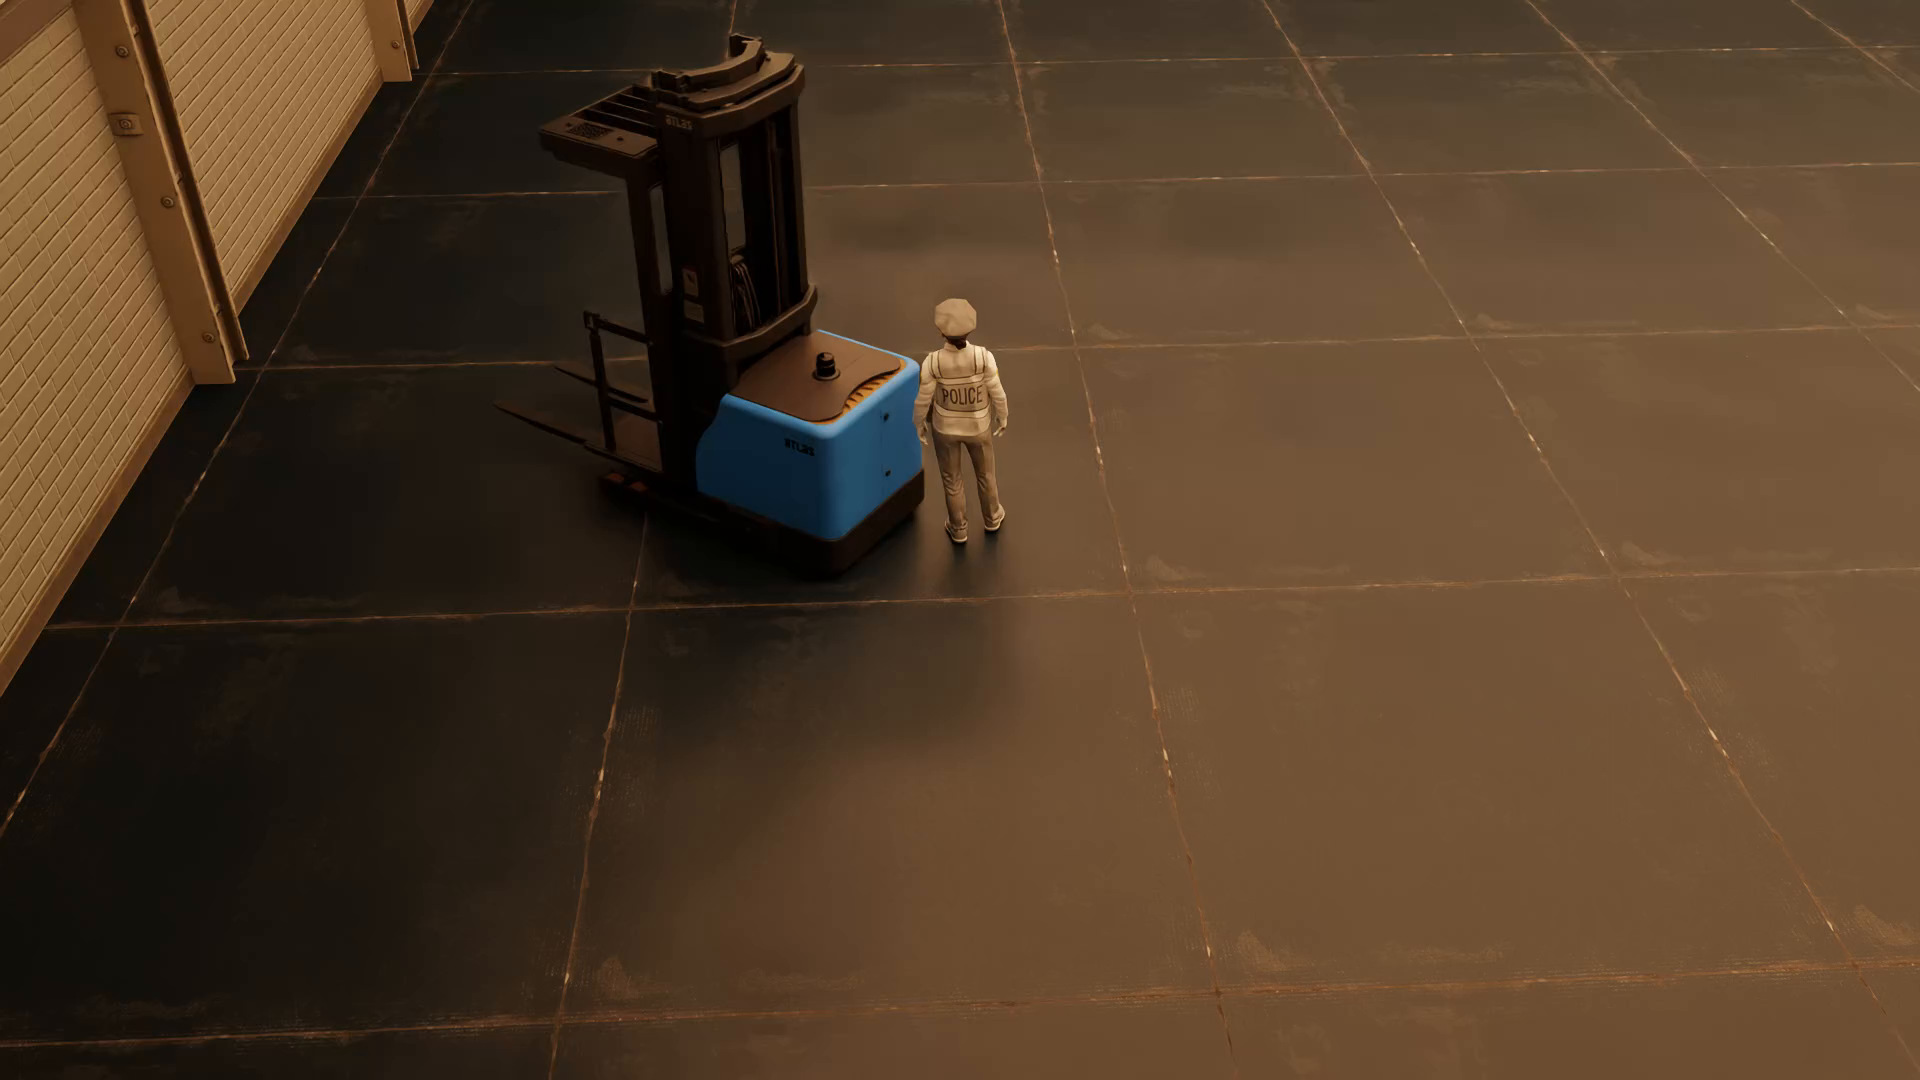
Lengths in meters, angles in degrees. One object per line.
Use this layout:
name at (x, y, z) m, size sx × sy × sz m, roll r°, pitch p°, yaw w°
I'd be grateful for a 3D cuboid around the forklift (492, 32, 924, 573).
forklift at (-1.752, -1.637, 10.257) m, size 3.031 × 2.935 × 1.130 m, roll 20°, pitch 41°, yaw 25°

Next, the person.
person at (0.004, -0.731, 10.053) m, size 0.586 × 1.694 × 0.530 m, roll -2°, pitch 36°, yaw -2°
